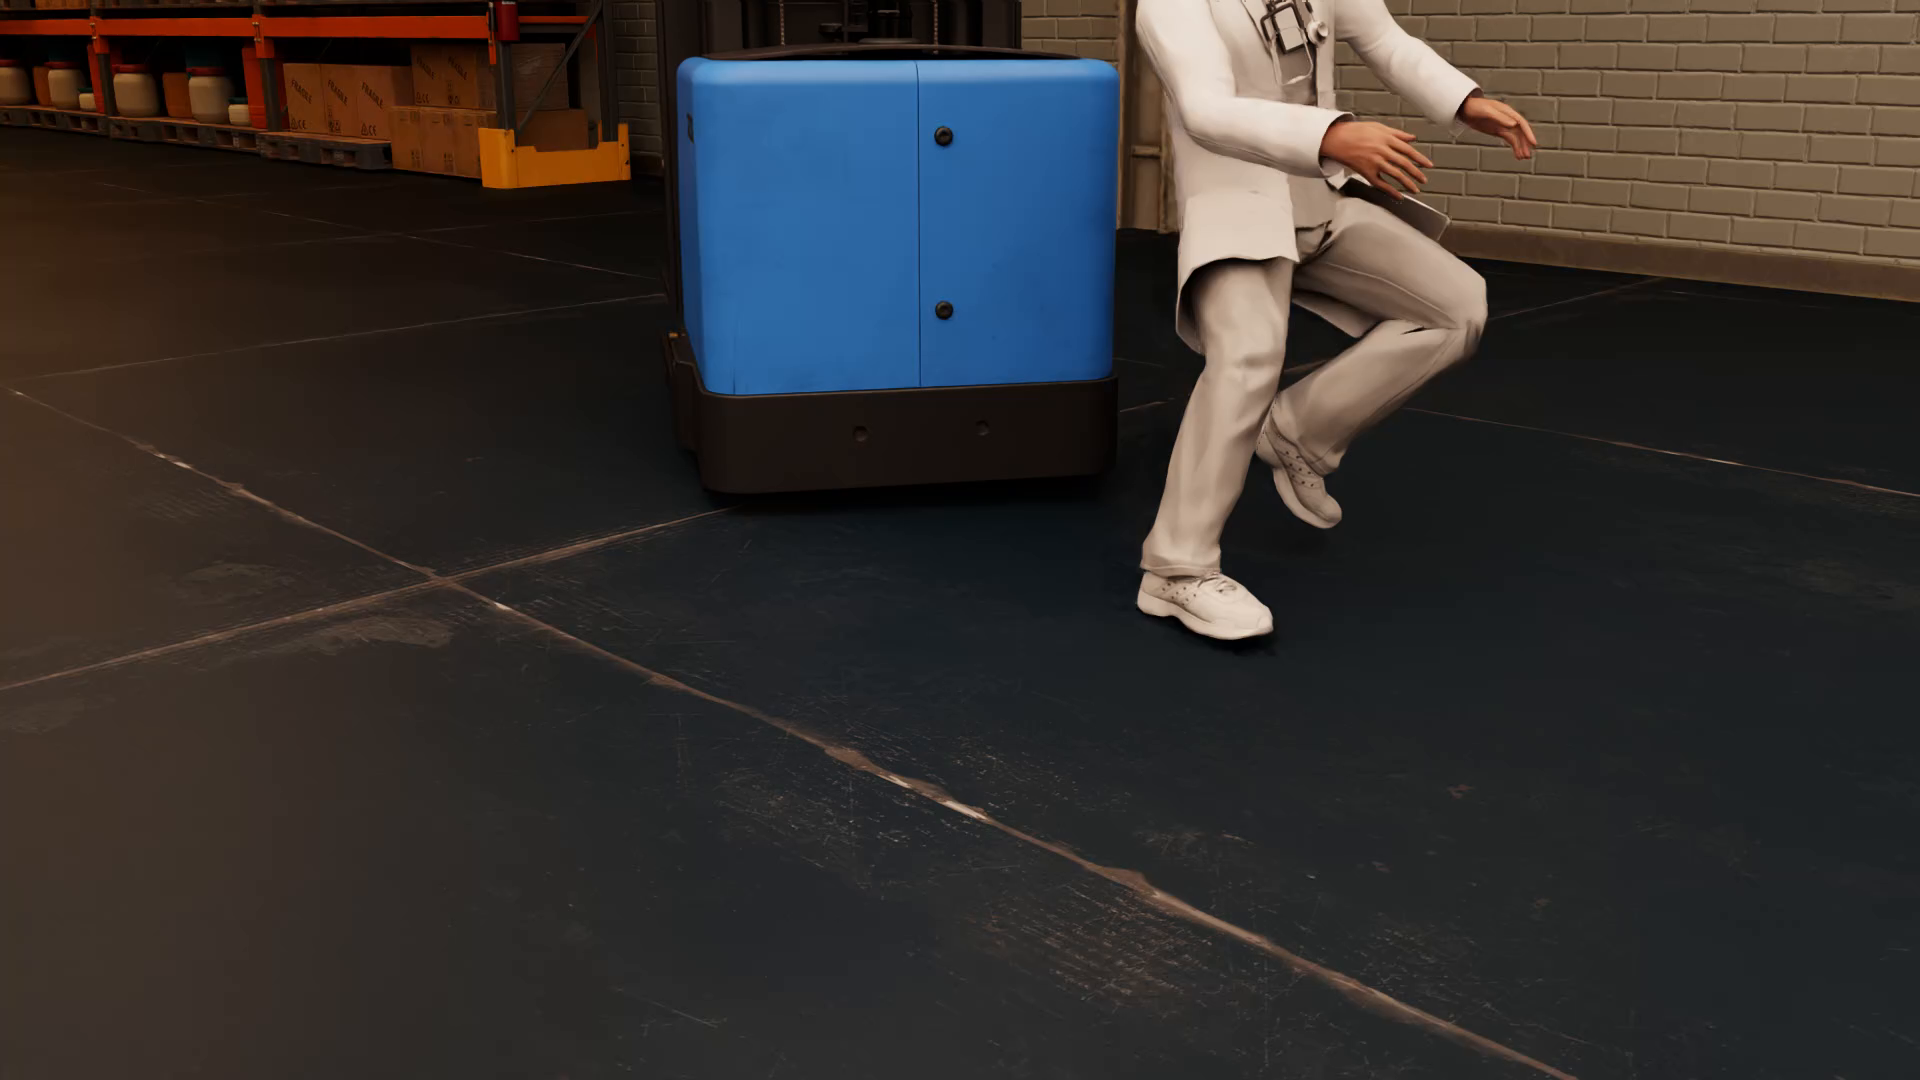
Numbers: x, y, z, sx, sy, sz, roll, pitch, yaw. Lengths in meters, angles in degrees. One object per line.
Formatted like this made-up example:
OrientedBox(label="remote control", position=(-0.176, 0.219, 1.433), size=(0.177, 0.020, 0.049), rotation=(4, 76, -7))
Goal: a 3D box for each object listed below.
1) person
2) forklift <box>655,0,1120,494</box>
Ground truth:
OrientedBox(label="person", position=(0.726, -0.670, 3.402), size=(0.886, 1.566, 0.773), rotation=(-11, 20, -31))
OrientedBox(label="forklift", position=(-0.408, -1.904, 5.096), size=(1.130, 2.935, 3.031), rotation=(-4, 17, -11))
